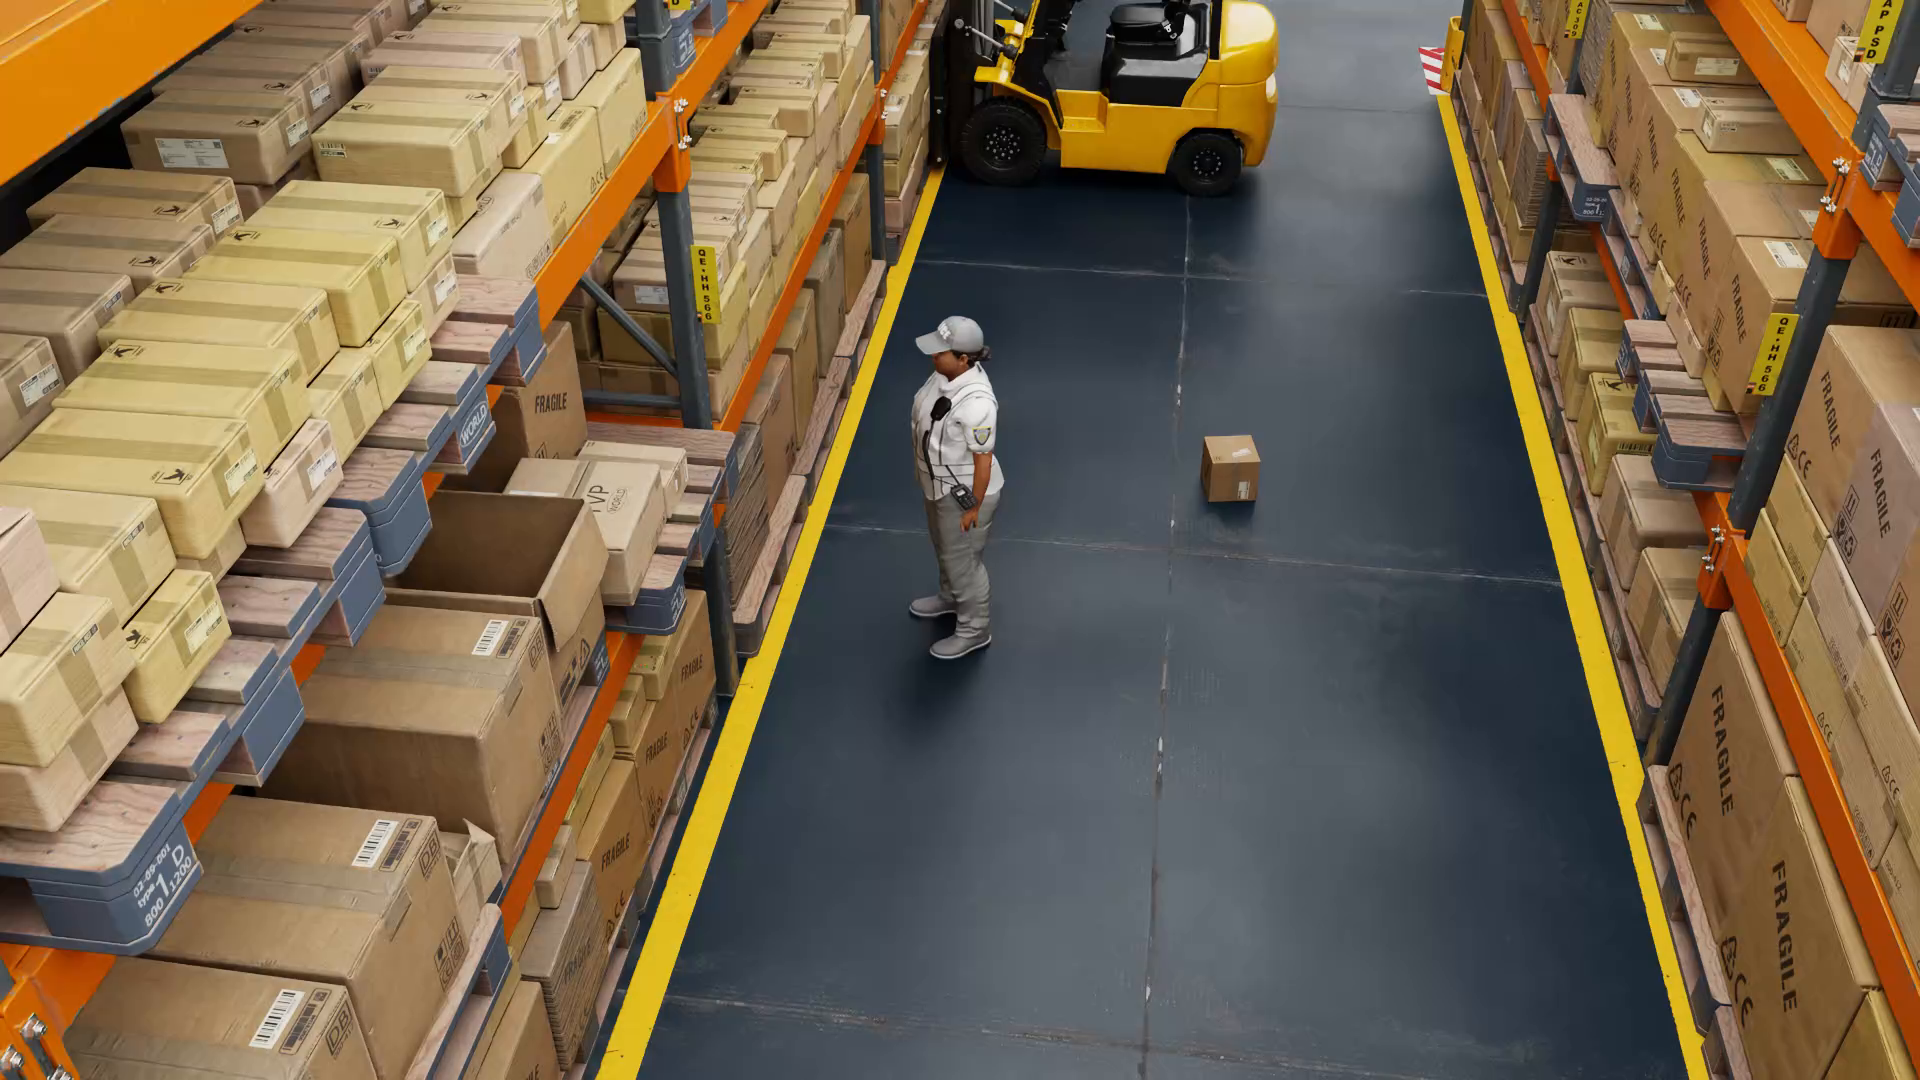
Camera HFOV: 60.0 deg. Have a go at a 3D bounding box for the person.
[{"bbox_3d":[-0.020,-0.243,7.366,0.387,1.669,0.483,-10,38,-13],"label":"person"}]
